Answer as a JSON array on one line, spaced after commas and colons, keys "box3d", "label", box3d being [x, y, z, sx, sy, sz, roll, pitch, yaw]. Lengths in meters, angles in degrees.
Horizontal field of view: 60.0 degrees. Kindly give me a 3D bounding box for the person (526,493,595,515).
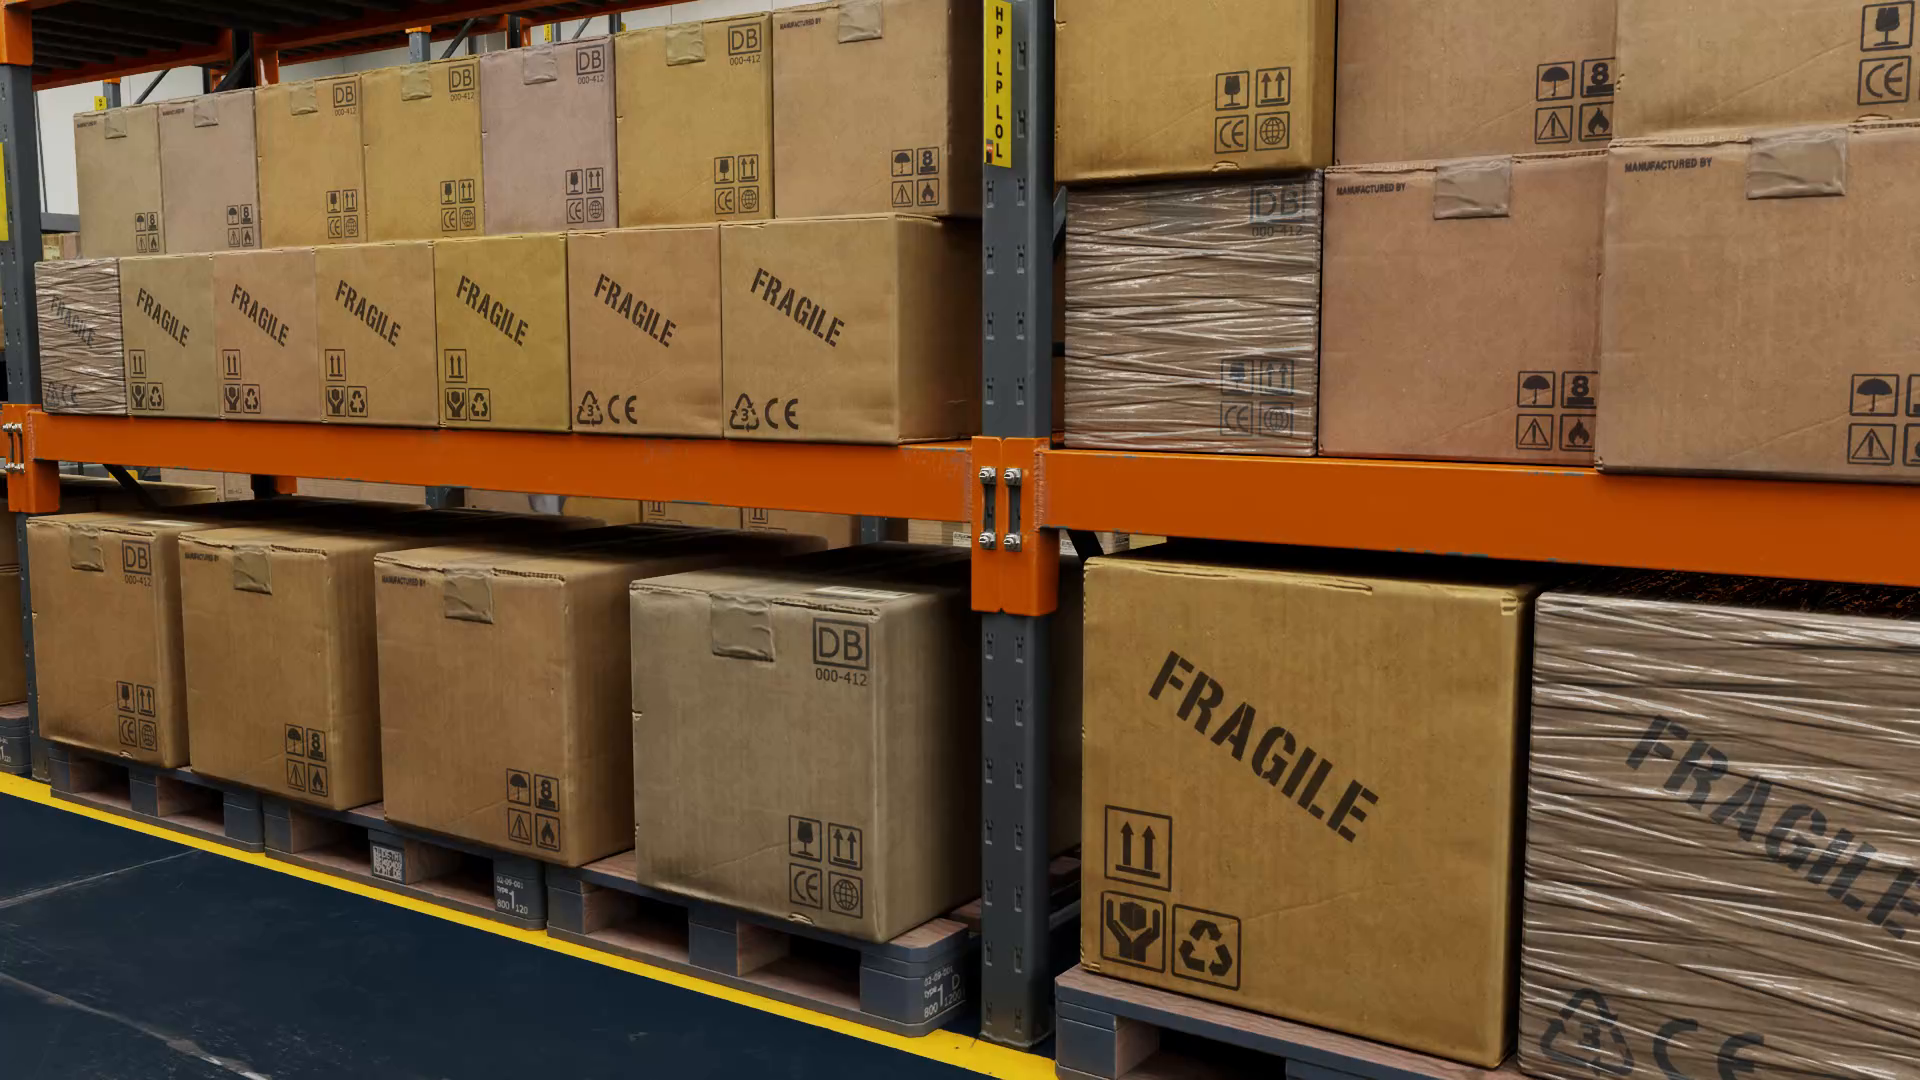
[{"box3d": [-2.450, -0.438, 9.759, 0.960, 1.638, 0.511, 6, 9, 42], "label": "person"}]
